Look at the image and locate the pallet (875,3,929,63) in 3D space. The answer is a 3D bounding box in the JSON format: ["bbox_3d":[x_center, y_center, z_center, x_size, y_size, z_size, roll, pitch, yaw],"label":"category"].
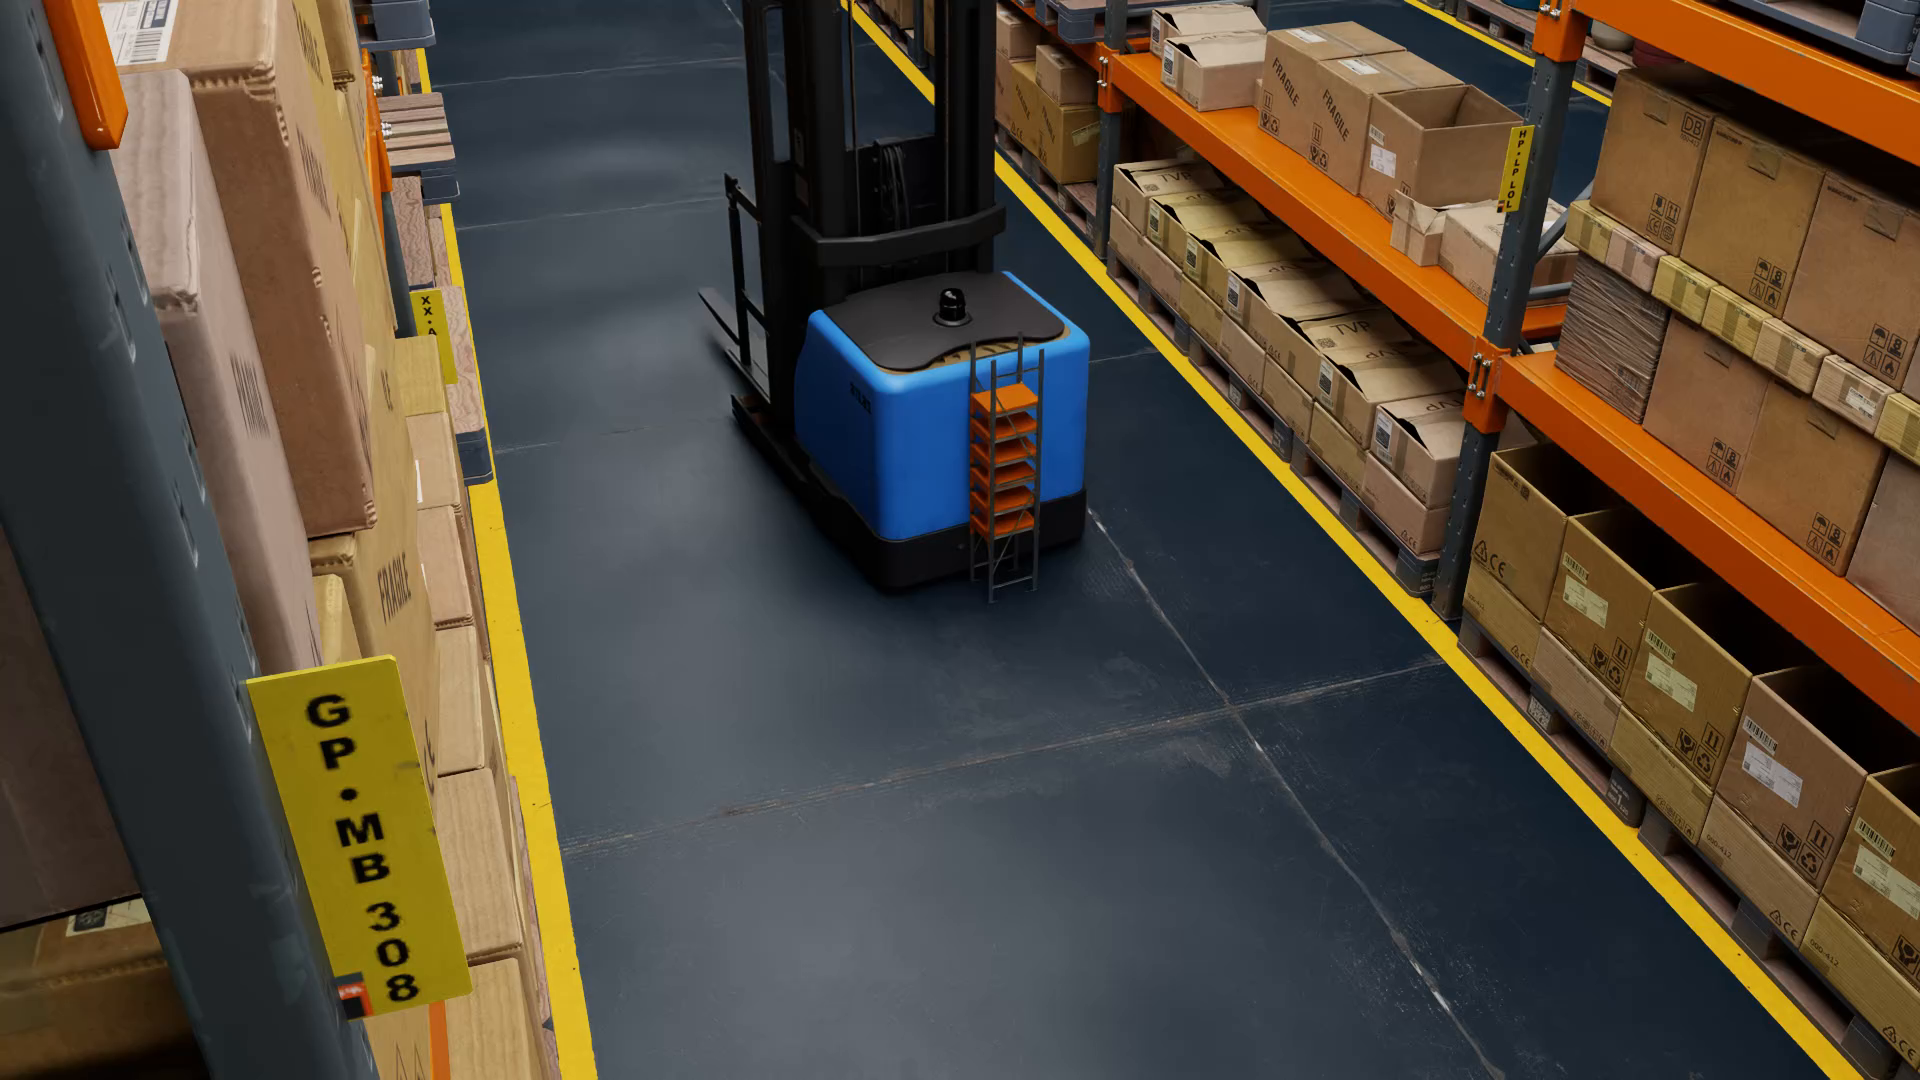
[{"bbox_3d":[-0.092,-4.404,14.224,1.003,0.211,1.213,-10,35,-15],"label":"pallet"}]

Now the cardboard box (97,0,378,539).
[{"bbox_3d":[-0.931,-0.305,1.755,0.500,0.500,0.500,-10,35,-15],"label":"cardboard box"}]

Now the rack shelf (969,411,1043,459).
[{"bbox_3d":[0.193,-0.456,6.996,0.258,0.103,0.180,-15,36,-22],"label":"rack shelf"}]

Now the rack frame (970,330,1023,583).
[{"bbox_3d":[0.152,-0.338,7.173,0.240,1.200,0.006,-15,36,-22],"label":"rack frame"}]

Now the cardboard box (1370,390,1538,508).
[{"bbox_3d":[2.160,-0.433,7.289,0.500,0.311,0.500,-10,35,-15],"label":"cardboard box"}]

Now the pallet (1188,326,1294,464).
[{"bbox_3d":[1.919,-0.865,8.868,1.003,0.211,1.213,-10,35,-15],"label":"pallet"}]

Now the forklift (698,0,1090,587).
[{"bbox_3d":[-0.528,-1.811,7.832,1.130,2.935,3.031,-15,36,-22],"label":"forklift"}]

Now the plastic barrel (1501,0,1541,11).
[{"bbox_3d":[4.984,-5.049,14.193,0.600,0.901,0.708,-10,35,-15],"label":"plastic barrel"}]

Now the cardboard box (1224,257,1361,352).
[{"bbox_3d":[1.695,-1.232,8.499,0.500,0.311,0.500,-10,35,-15],"label":"cardboard box"}]

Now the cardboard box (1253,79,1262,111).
[{"bbox_3d":[1.779,-2.342,8.801,0.380,0.149,0.250,-8,34,-11],"label":"cardboard box"}]

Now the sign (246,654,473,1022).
[{"bbox_3d":[-0.423,0.221,1.181,0.100,0.325,0.005,-10,35,-15],"label":"sign"}]

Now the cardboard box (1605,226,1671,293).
[{"bbox_3d":[2.531,-1.014,5.884,0.380,0.149,0.250,-10,35,-14],"label":"cardboard box"}]

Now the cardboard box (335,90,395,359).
[{"bbox_3d":[-1.280,-0.429,2.848,0.500,0.500,0.500,-8,34,-12],"label":"cardboard box"}]

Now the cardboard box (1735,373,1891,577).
[{"bbox_3d":[3.014,-0.277,5.357,0.700,0.500,0.500,-10,35,-14],"label":"cardboard box"}]

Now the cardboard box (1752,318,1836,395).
[{"bbox_3d":[2.767,-0.609,5.272,0.380,0.149,0.250,-11,35,-16],"label":"cardboard box"}]

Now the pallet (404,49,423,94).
[{"bbox_3d":[-4.758,-3.621,13.039,1.003,0.211,1.213,-10,35,-15],"label":"pallet"}]

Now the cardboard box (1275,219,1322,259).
[{"bbox_3d":[2.047,-1.598,9.052,0.500,0.311,0.500,-10,35,-15],"label":"cardboard box"}]

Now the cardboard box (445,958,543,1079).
[{"bbox_3d":[-0.941,1.107,2.791,0.500,0.500,0.500,-10,35,-15],"label":"cardboard box"}]

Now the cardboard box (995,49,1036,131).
[{"bbox_3d":[0.504,-3.245,11.809,0.500,0.500,0.500,-11,35,-17],"label":"cardboard box"}]

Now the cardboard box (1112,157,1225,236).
[{"bbox_3d":[1.216,-2.045,9.728,0.500,0.311,0.500,-9,34,-13],"label":"cardboard box"}]

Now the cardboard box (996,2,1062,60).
[{"bbox_3d":[0.490,-3.577,11.631,0.500,0.250,0.500,-11,35,-16],"label":"cardboard box"}]

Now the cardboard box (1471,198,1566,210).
[{"bbox_3d":[2.481,-1.402,7.378,0.380,0.149,0.250,-10,35,-15],"label":"cardboard box"}]

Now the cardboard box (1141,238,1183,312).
[{"bbox_3d":[1.371,-1.547,9.483,0.500,0.250,0.500,-11,35,-16],"label":"cardboard box"}]

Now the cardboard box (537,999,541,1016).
[{"bbox_3d":[-1.108,1.134,3.431,0.500,0.250,0.500,-11,35,-15],"label":"cardboard box"}]

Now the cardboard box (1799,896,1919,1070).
[{"bbox_3d":[3.013,1.311,5.159,0.500,0.250,0.500,-10,35,-15],"label":"cardboard box"}]

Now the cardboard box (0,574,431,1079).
[{"bbox_3d":[-0.804,0.409,1.580,0.500,0.500,0.500,-9,35,-13],"label":"cardboard box"}]

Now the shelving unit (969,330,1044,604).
[{"bbox_3d":[0.193,-0.292,7.104,0.258,1.200,0.189,-15,36,-22],"label":"shelving unit"}]

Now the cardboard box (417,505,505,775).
[{"bbox_3d":[-1.420,0.293,4.023,0.500,0.500,0.500,-11,35,-16],"label":"cardboard box"}]

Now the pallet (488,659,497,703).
[{"bbox_3d":[-2.399,0.583,6.676,1.003,0.211,1.213,-10,35,-15],"label":"pallet"}]

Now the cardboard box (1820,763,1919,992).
[{"bbox_3d":[3.011,0.998,4.951,0.500,0.500,0.500,-10,35,-15],"label":"cardboard box"}]

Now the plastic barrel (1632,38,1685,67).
[{"bbox_3d":[5.545,-3.954,12.819,0.600,0.588,0.708,-10,35,-15],"label":"plastic barrel"}]

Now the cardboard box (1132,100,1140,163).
[{"bbox_3d":[1.305,-2.809,11.148,0.500,0.500,0.500,-11,35,-16],"label":"cardboard box"}]

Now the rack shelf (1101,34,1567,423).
[{"bbox_3d":[1.946,-1.757,8.340,1.077,0.370,4.000,-10,35,-15],"label":"rack shelf"}]

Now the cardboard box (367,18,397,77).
[{"bbox_3d":[-3.285,-2.744,8.803,0.500,0.500,0.500,-9,35,-13],"label":"cardboard box"}]

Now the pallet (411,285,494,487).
[{"bbox_3d":[-2.255,-0.518,5.986,1.003,0.211,1.213,-10,35,-15],"label":"pallet"}]

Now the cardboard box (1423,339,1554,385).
[{"bbox_3d":[2.520,-0.791,7.831,0.500,0.311,0.500,-10,35,-15],"label":"cardboard box"}]

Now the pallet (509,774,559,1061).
[{"bbox_3d":[-1.921,1.338,5.533,1.003,0.211,1.213,-10,35,-15],"label":"pallet"}]

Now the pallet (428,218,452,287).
[{"bbox_3d":[-3.549,-1.535,9.882,1.003,0.211,1.213,-10,35,-15],"label":"pallet"}]

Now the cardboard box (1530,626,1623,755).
[{"bbox_3d":[2.557,0.523,6.351,0.500,0.250,0.500,-10,35,-15],"label":"cardboard box"}]

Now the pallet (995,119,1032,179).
[{"bbox_3d":[0.776,-2.981,12.070,1.003,0.211,1.213,-10,35,-15],"label":"pallet"}]

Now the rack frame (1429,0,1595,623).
[{"bbox_3d":[2.556,-1.007,6.553,1.000,3.000,0.127,-10,35,-15],"label":"rack frame"}]

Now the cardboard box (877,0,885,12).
[{"bbox_3d":[-0.499,-4.639,14.237,0.380,0.149,0.250,-10,35,-15],"label":"cardboard box"}]

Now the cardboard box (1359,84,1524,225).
[{"bbox_3d":[2.177,-1.731,7.558,0.500,0.500,0.500,-8,34,-11],"label":"cardboard box"}]

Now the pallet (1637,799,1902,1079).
[{"bbox_3d":[3.135,1.223,5.708,1.003,0.211,1.213,-10,35,-15],"label":"pallet"}]

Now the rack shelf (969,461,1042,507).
[{"bbox_3d":[0.193,-0.255,7.129,0.258,0.103,0.180,-15,36,-22],"label":"rack shelf"}]

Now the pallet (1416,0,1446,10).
[{"bbox_3d":[4.573,-5.254,15.510,1.003,0.211,1.213,-10,35,-15],"label":"pallet"}]

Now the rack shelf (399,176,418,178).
[{"bbox_3d":[-2.770,-0.922,7.077,1.077,0.370,4.000,-10,35,-15],"label":"rack shelf"}]

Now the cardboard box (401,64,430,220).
[{"bbox_3d":[-3.741,-2.419,10.260,0.750,0.750,0.750,-10,35,-15],"label":"cardboard box"}]

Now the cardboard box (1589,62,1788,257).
[{"bbox_3d":[2.698,-1.358,5.817,0.700,0.500,0.500,-10,35,-15],"label":"cardboard box"}]

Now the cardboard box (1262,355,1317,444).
[{"bbox_3d":[1.845,-0.738,8.260,0.500,0.250,0.500,-9,35,-14],"label":"cardboard box"}]

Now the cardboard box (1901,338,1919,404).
[{"bbox_3d":[3.157,-0.567,4.621,0.700,0.500,0.500,-10,35,-15],"label":"cardboard box"}]

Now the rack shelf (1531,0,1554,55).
[{"bbox_3d":[1.946,-3.008,7.513,1.077,0.370,4.000,-10,35,-15],"label":"rack shelf"}]

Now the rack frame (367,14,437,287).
[{"bbox_3d":[-3.380,-2.272,8.467,1.000,3.000,0.127,-10,35,-15],"label":"rack frame"}]

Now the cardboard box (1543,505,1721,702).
[{"bbox_3d":[2.560,0.210,6.145,0.500,0.500,0.500,-10,35,-15],"label":"cardboard box"}]

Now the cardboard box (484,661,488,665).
[{"bbox_3d":[-1.583,0.343,4.628,0.500,0.250,0.500,-10,35,-15],"label":"cardboard box"}]
